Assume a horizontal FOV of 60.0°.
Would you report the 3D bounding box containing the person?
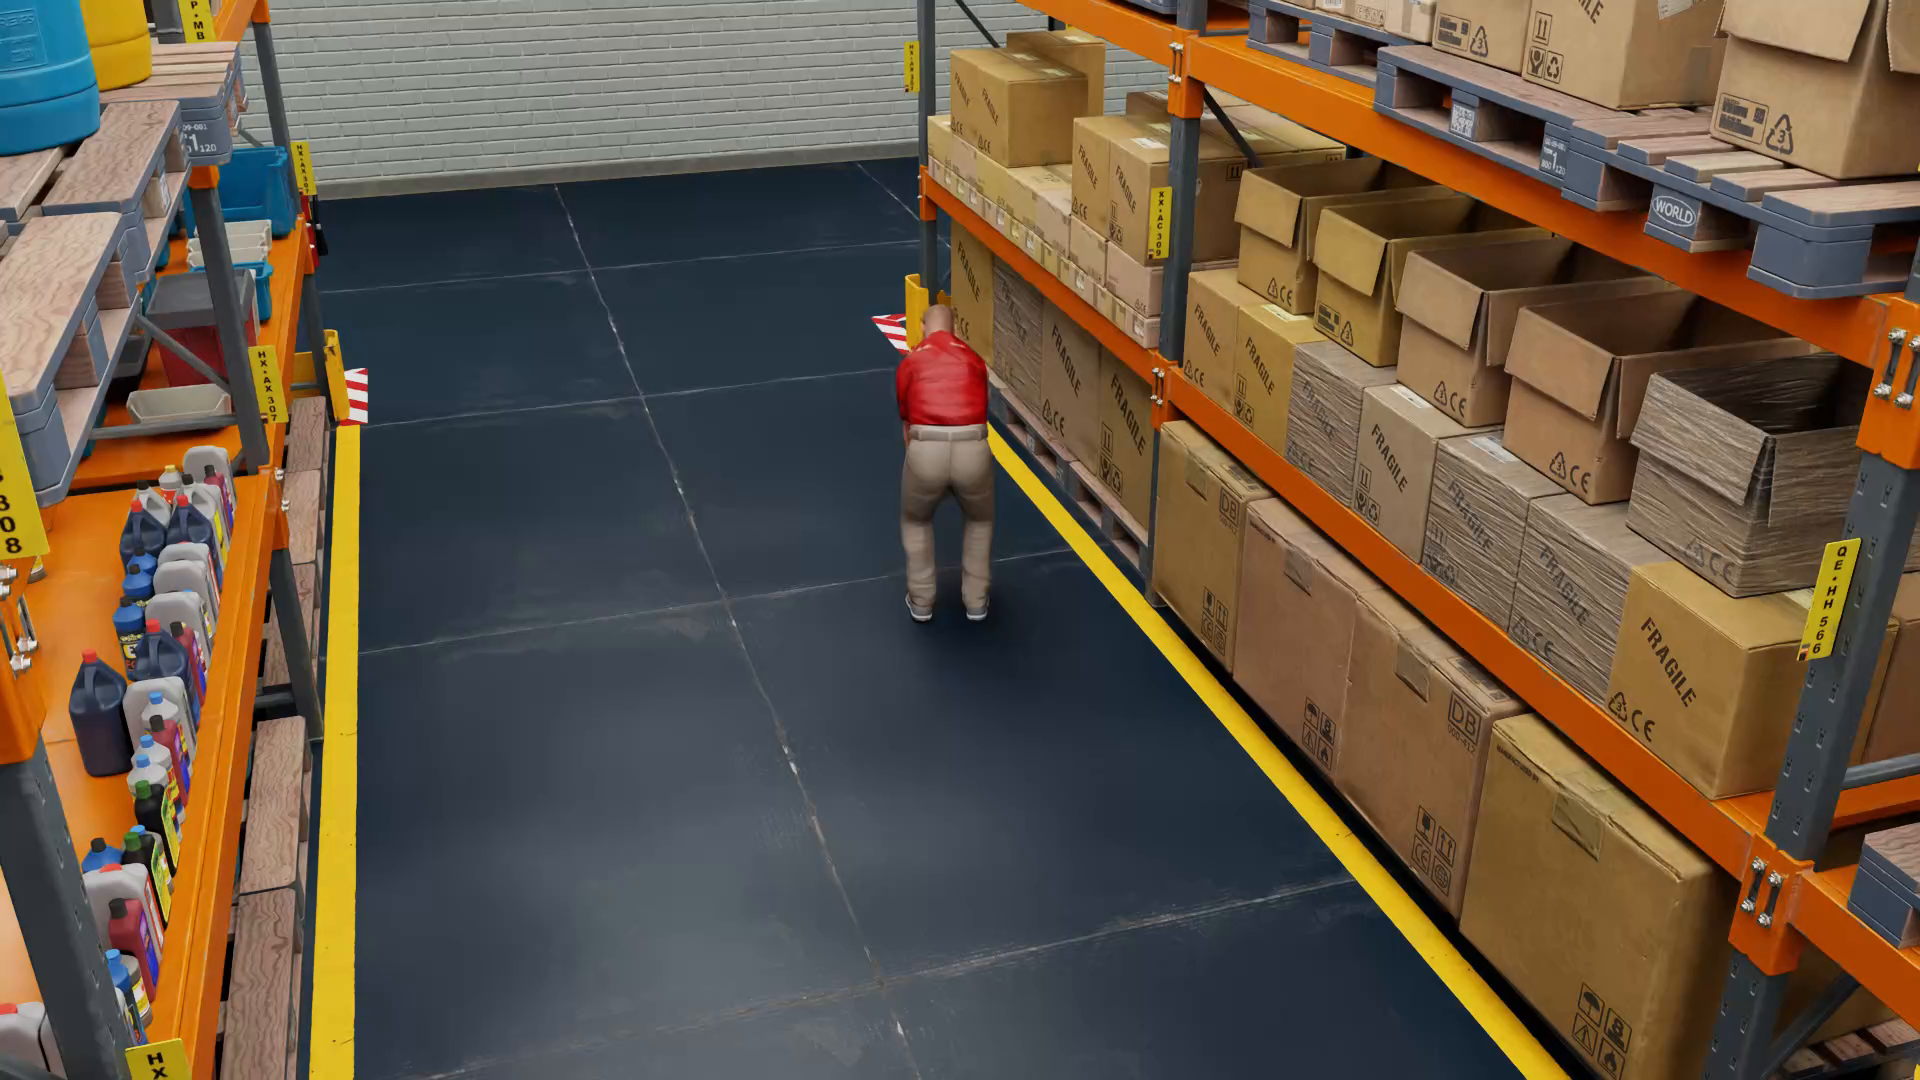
[{"bbox_3d":[-0.072,-0.372,8.232,0.478,1.433,0.833,-1,26,-3],"label":"person"}]
